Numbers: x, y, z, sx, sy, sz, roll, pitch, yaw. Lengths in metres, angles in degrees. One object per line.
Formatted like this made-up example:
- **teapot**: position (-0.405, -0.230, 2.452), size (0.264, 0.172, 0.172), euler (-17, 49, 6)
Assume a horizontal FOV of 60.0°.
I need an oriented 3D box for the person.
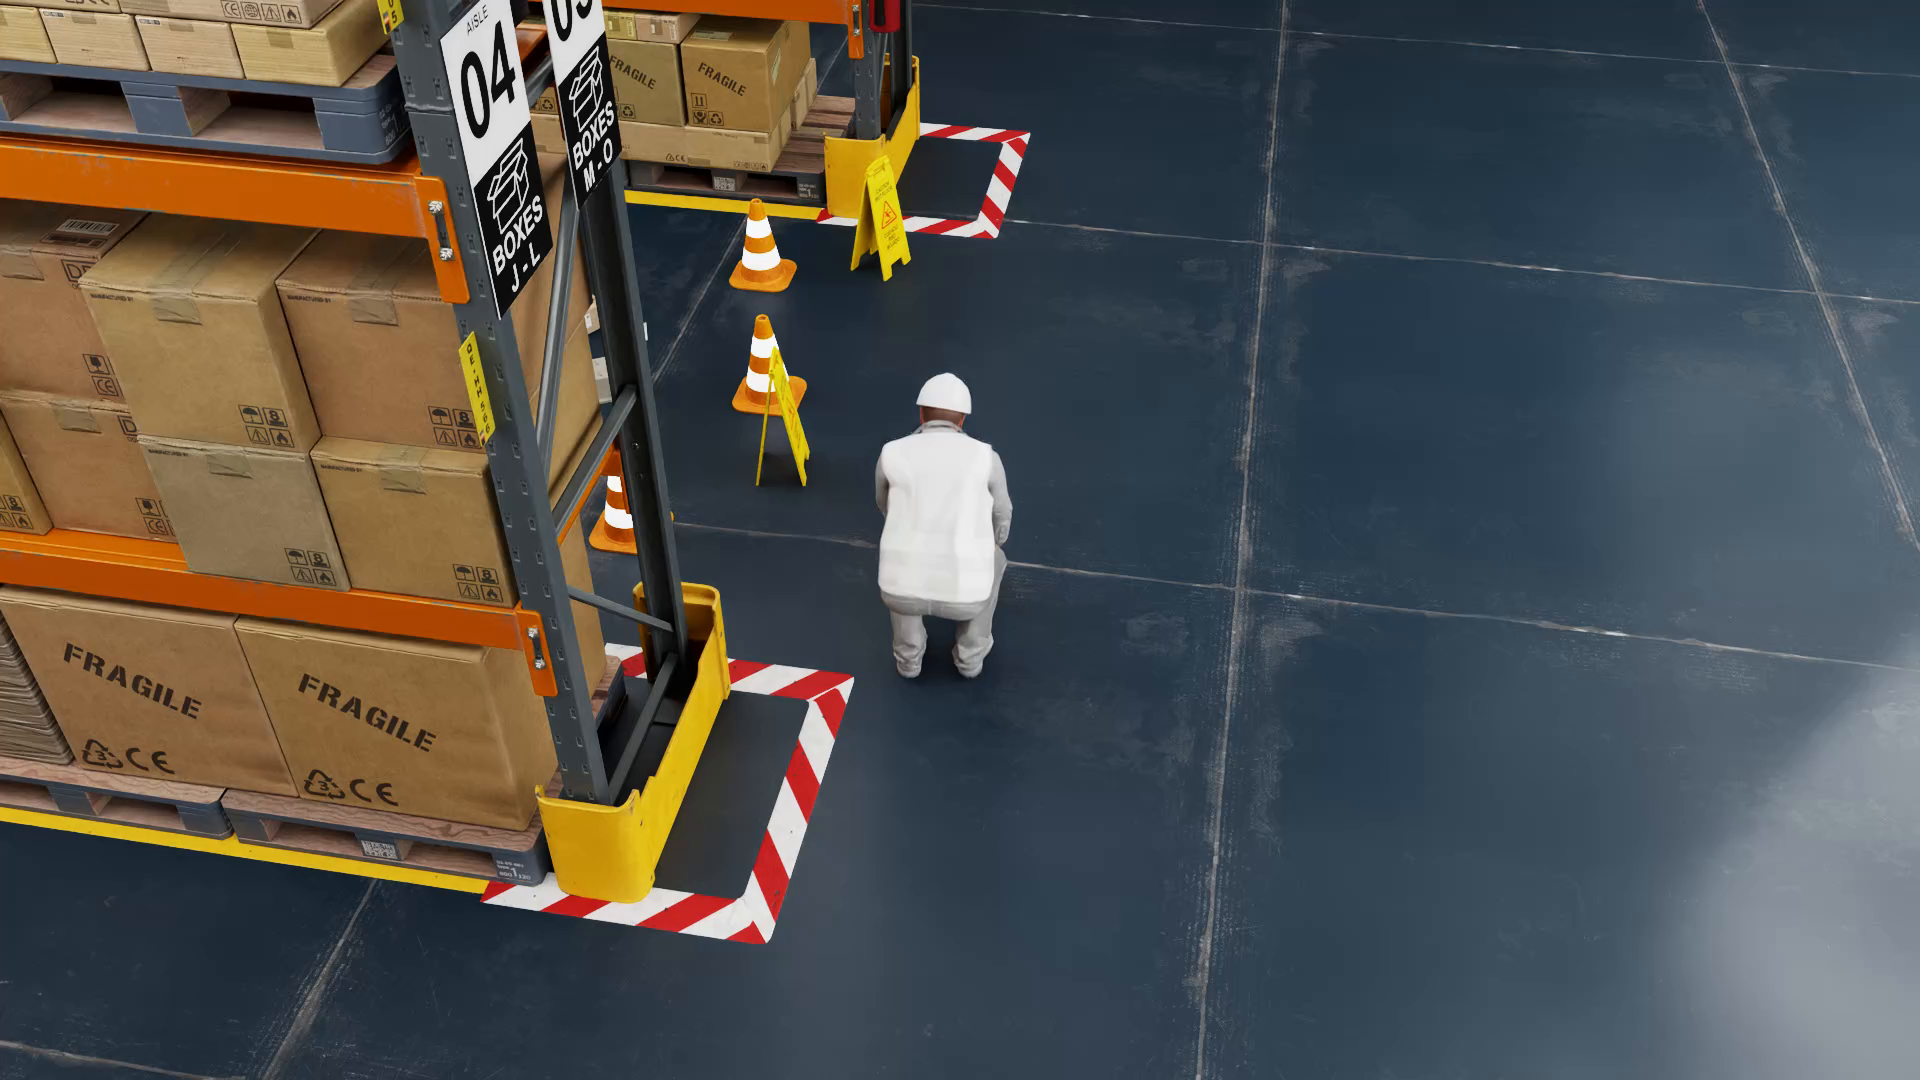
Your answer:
- **person**: position (-0.095, -0.005, 6.647), size (0.556, 1.125, 0.866), euler (6, 41, 8)
